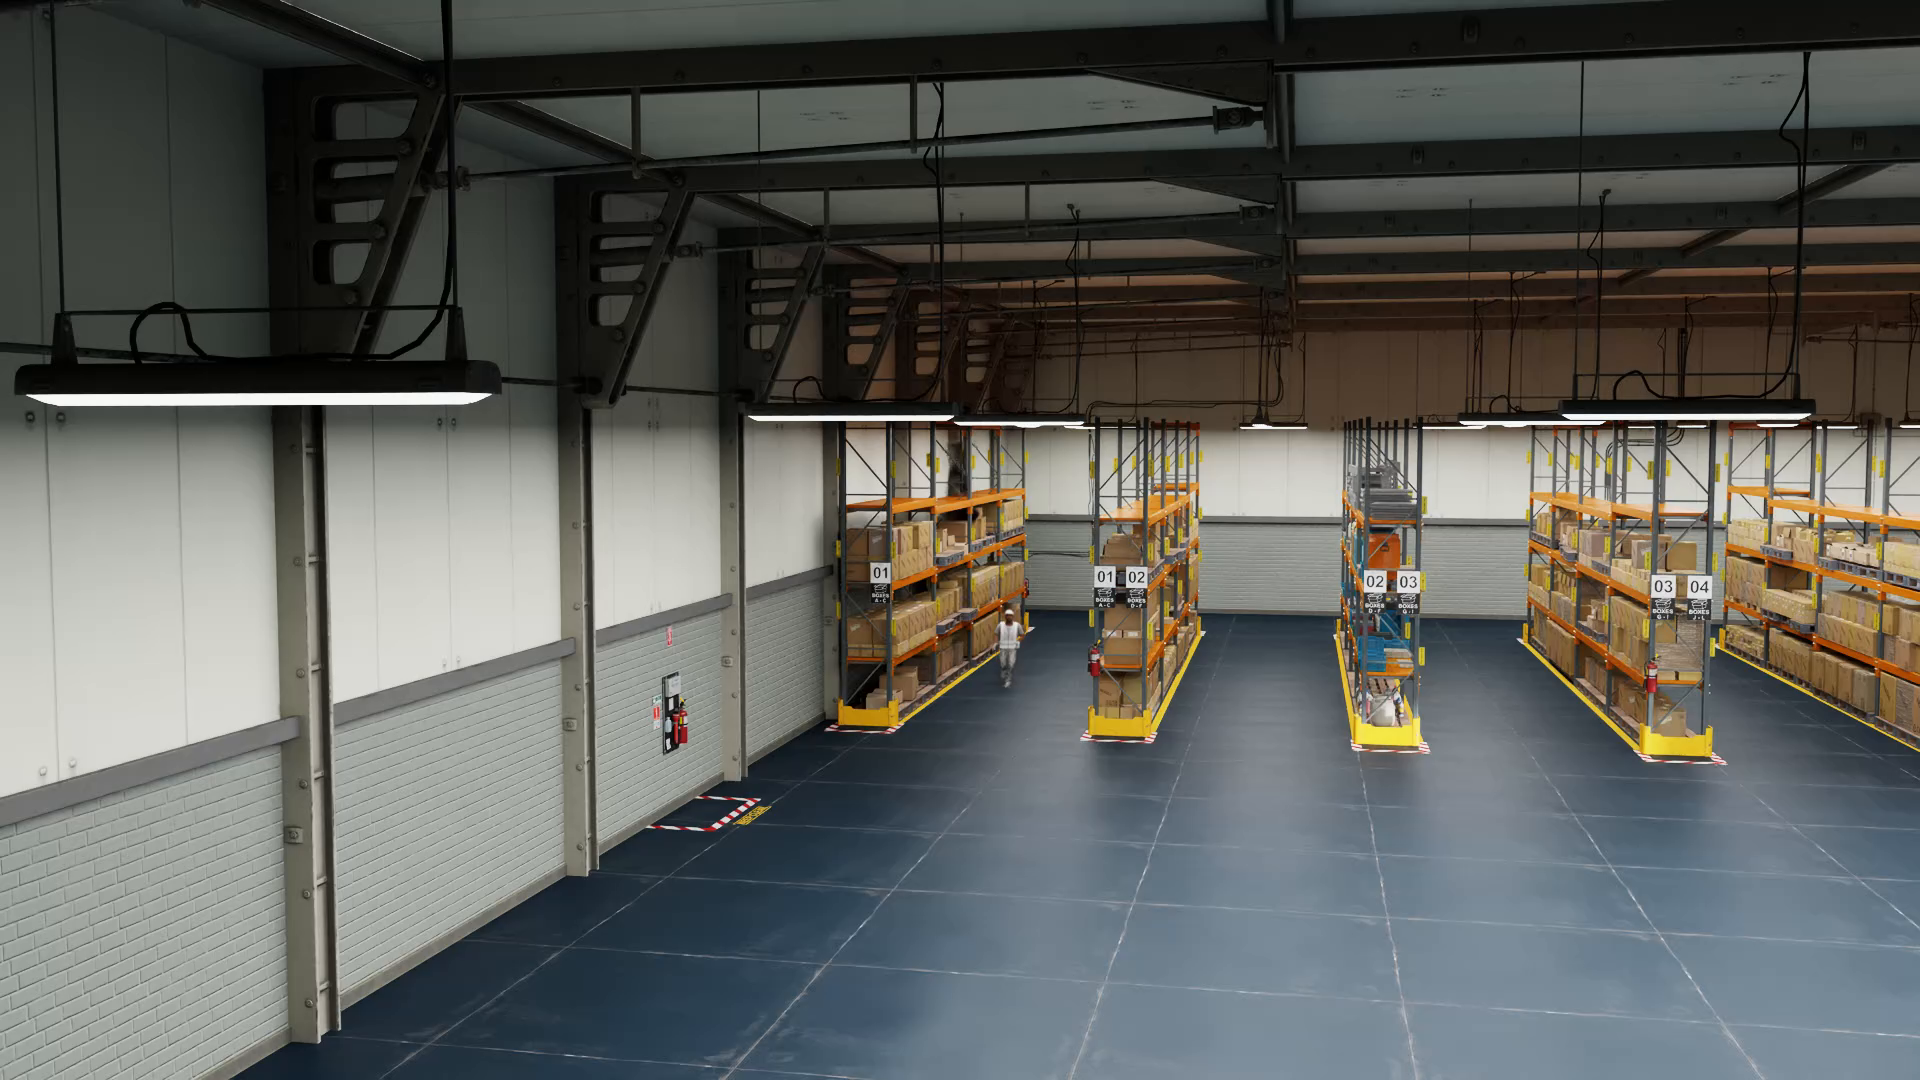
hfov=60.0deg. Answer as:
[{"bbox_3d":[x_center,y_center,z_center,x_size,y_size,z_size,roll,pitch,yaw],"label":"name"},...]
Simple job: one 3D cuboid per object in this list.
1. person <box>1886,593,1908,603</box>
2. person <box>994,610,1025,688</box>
[{"bbox_3d":[25.067,1.955,44.665,0.918,1.764,0.712,0,4,2],"label":"person"},{"bbox_3d":[1.104,2.436,37.438,0.697,1.735,0.623,0,4,4],"label":"person"}]
